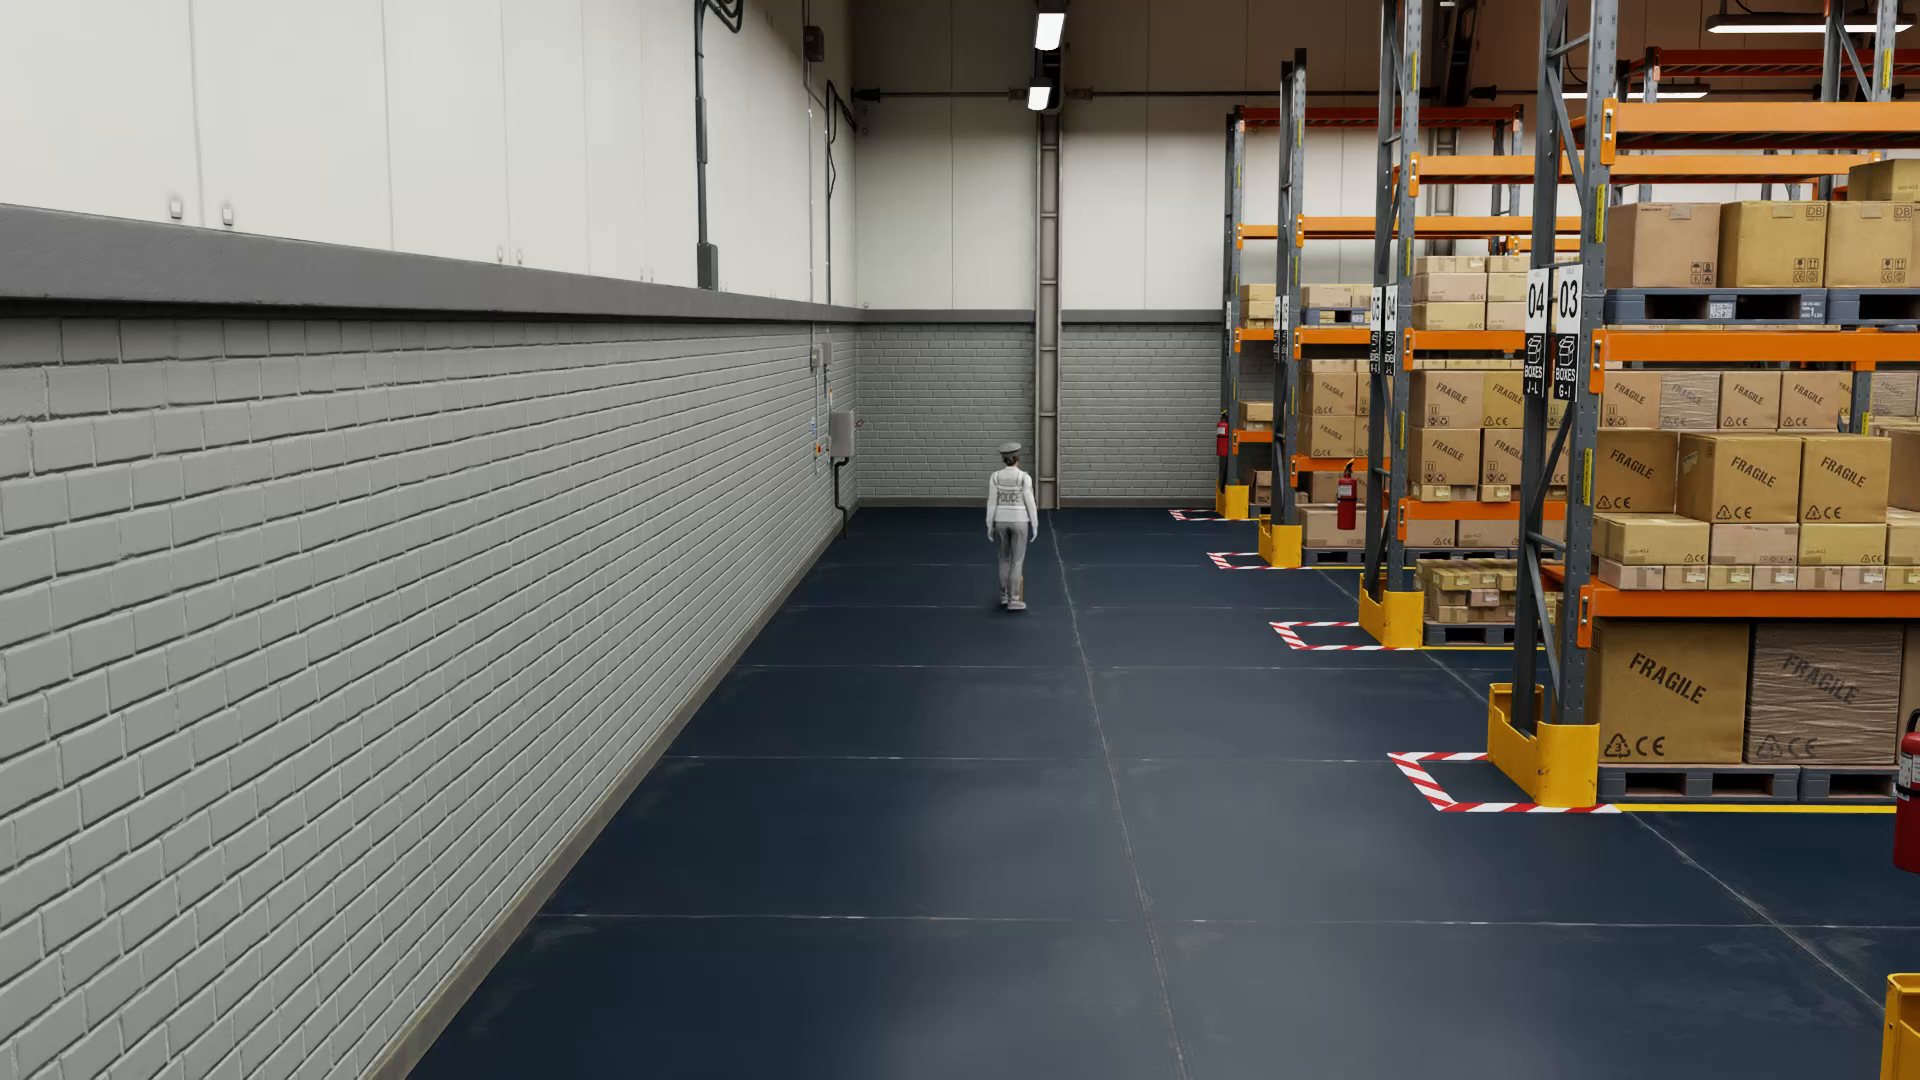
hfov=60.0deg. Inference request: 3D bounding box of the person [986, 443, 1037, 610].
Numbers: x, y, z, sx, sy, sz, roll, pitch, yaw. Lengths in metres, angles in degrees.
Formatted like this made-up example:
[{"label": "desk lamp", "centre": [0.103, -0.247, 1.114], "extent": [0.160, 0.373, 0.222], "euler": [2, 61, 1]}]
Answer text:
[{"label": "person", "centre": [0.554, -0.142, 16.795], "extent": [0.512, 1.686, 0.554], "euler": [2, 8, 19]}]
